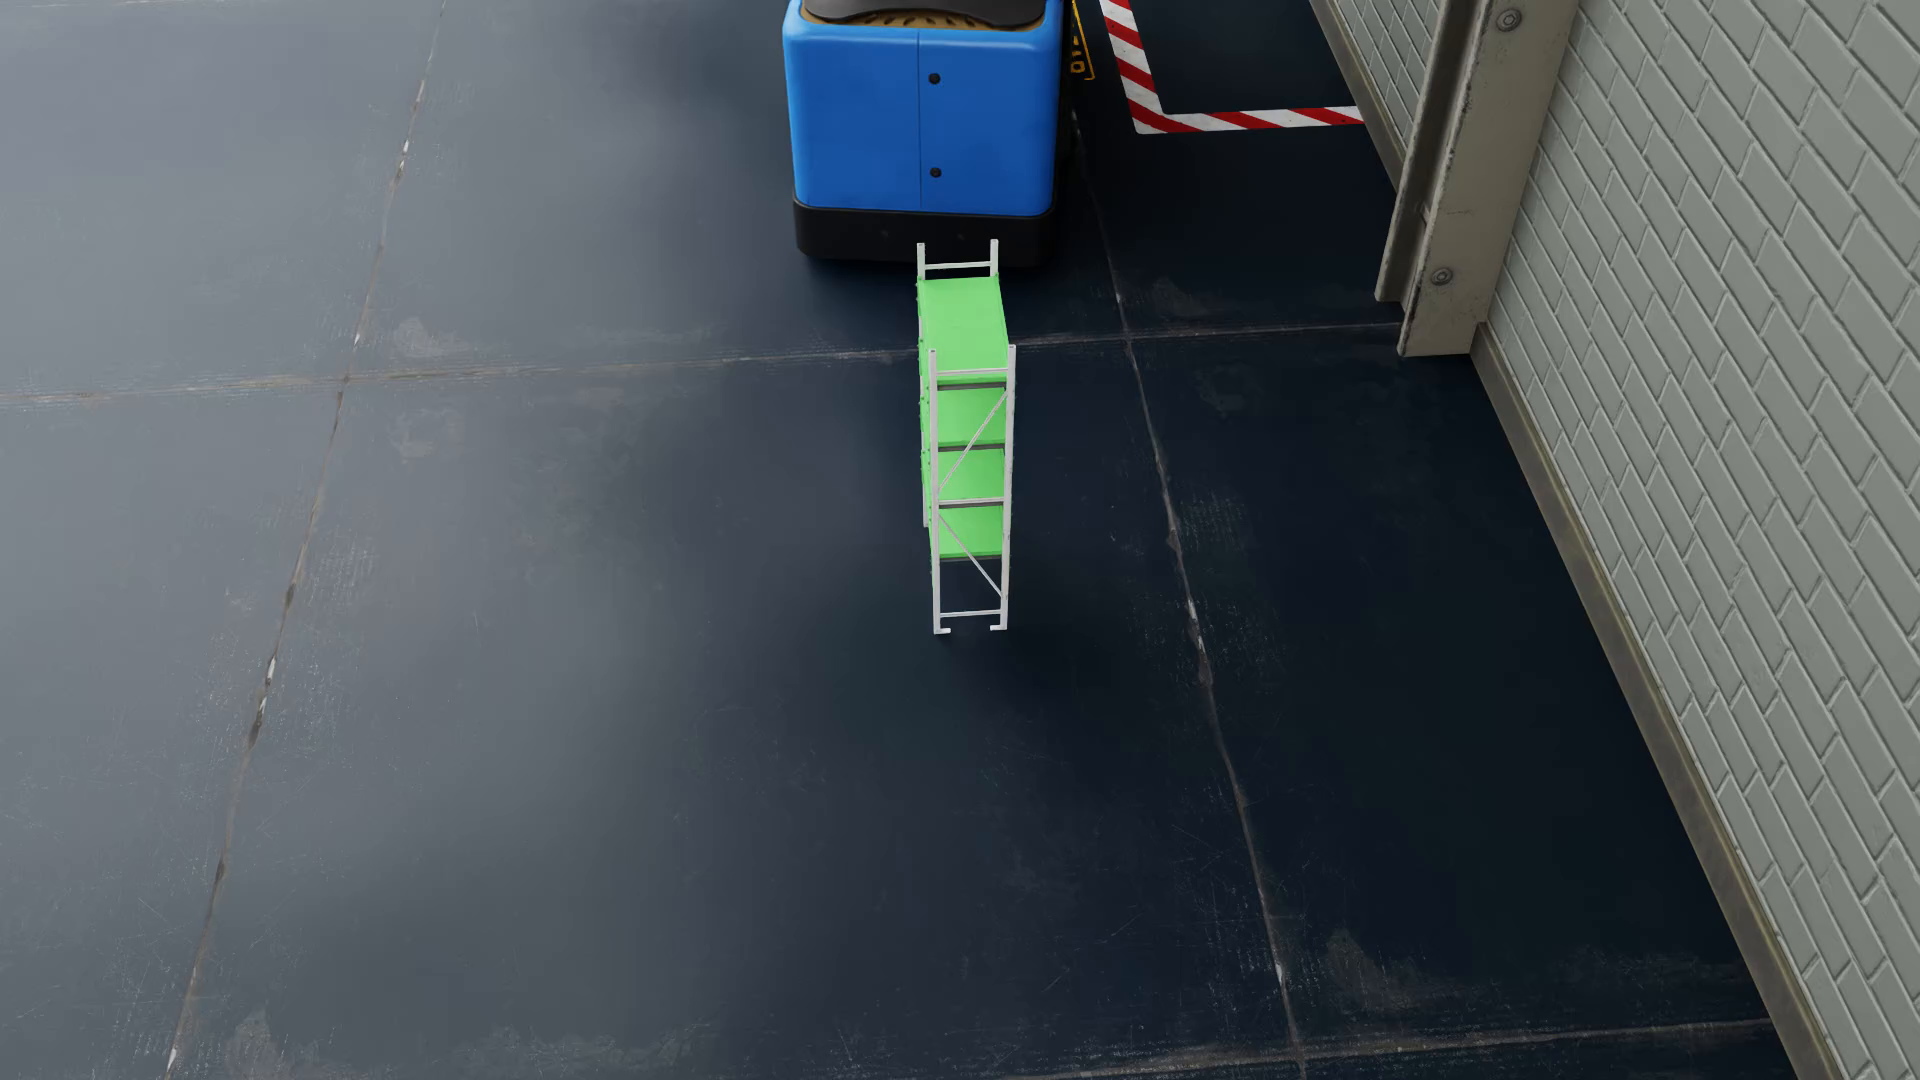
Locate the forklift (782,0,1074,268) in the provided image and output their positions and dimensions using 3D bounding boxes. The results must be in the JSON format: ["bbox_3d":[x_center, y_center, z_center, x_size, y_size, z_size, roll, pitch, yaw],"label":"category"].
[{"bbox_3d":[-0.038,-3.172,6.735,1.130,2.935,3.031,3,47,3],"label":"forklift"}]

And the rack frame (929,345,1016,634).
[{"bbox_3d":[0.034,-0.116,5.034,0.240,1.200,0.015,-3,47,-3],"label":"rack frame"}]

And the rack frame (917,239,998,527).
[{"bbox_3d":[-0.007,-0.469,5.368,0.240,1.200,0.015,-3,47,-3],"label":"rack frame"}]

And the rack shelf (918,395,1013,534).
[{"bbox_3d":[0.014,-0.249,5.247,0.258,0.148,0.480,-3,47,-3],"label":"rack shelf"}]

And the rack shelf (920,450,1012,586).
[{"bbox_3d":[0.014,-0.084,5.422,0.258,0.148,0.480,-3,47,-3],"label":"rack shelf"}]

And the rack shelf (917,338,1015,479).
[{"bbox_3d":[0.014,-0.414,5.073,0.258,0.148,0.480,-3,47,-3],"label":"rack shelf"}]

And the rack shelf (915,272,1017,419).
[{"bbox_3d":[0.014,-0.579,4.899,0.258,0.148,0.480,-3,47,-3],"label":"rack shelf"}]

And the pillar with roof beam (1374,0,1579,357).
[{"bbox_3d":[-2.454,-3.693,3.050,9.100,9.000,0.400,-3,47,-3],"label":"pillar with roof beam"}]

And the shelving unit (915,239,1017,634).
[{"bbox_3d":[0.014,-0.293,5.201,0.258,1.200,0.503,-3,47,-3],"label":"shelving unit"}]
